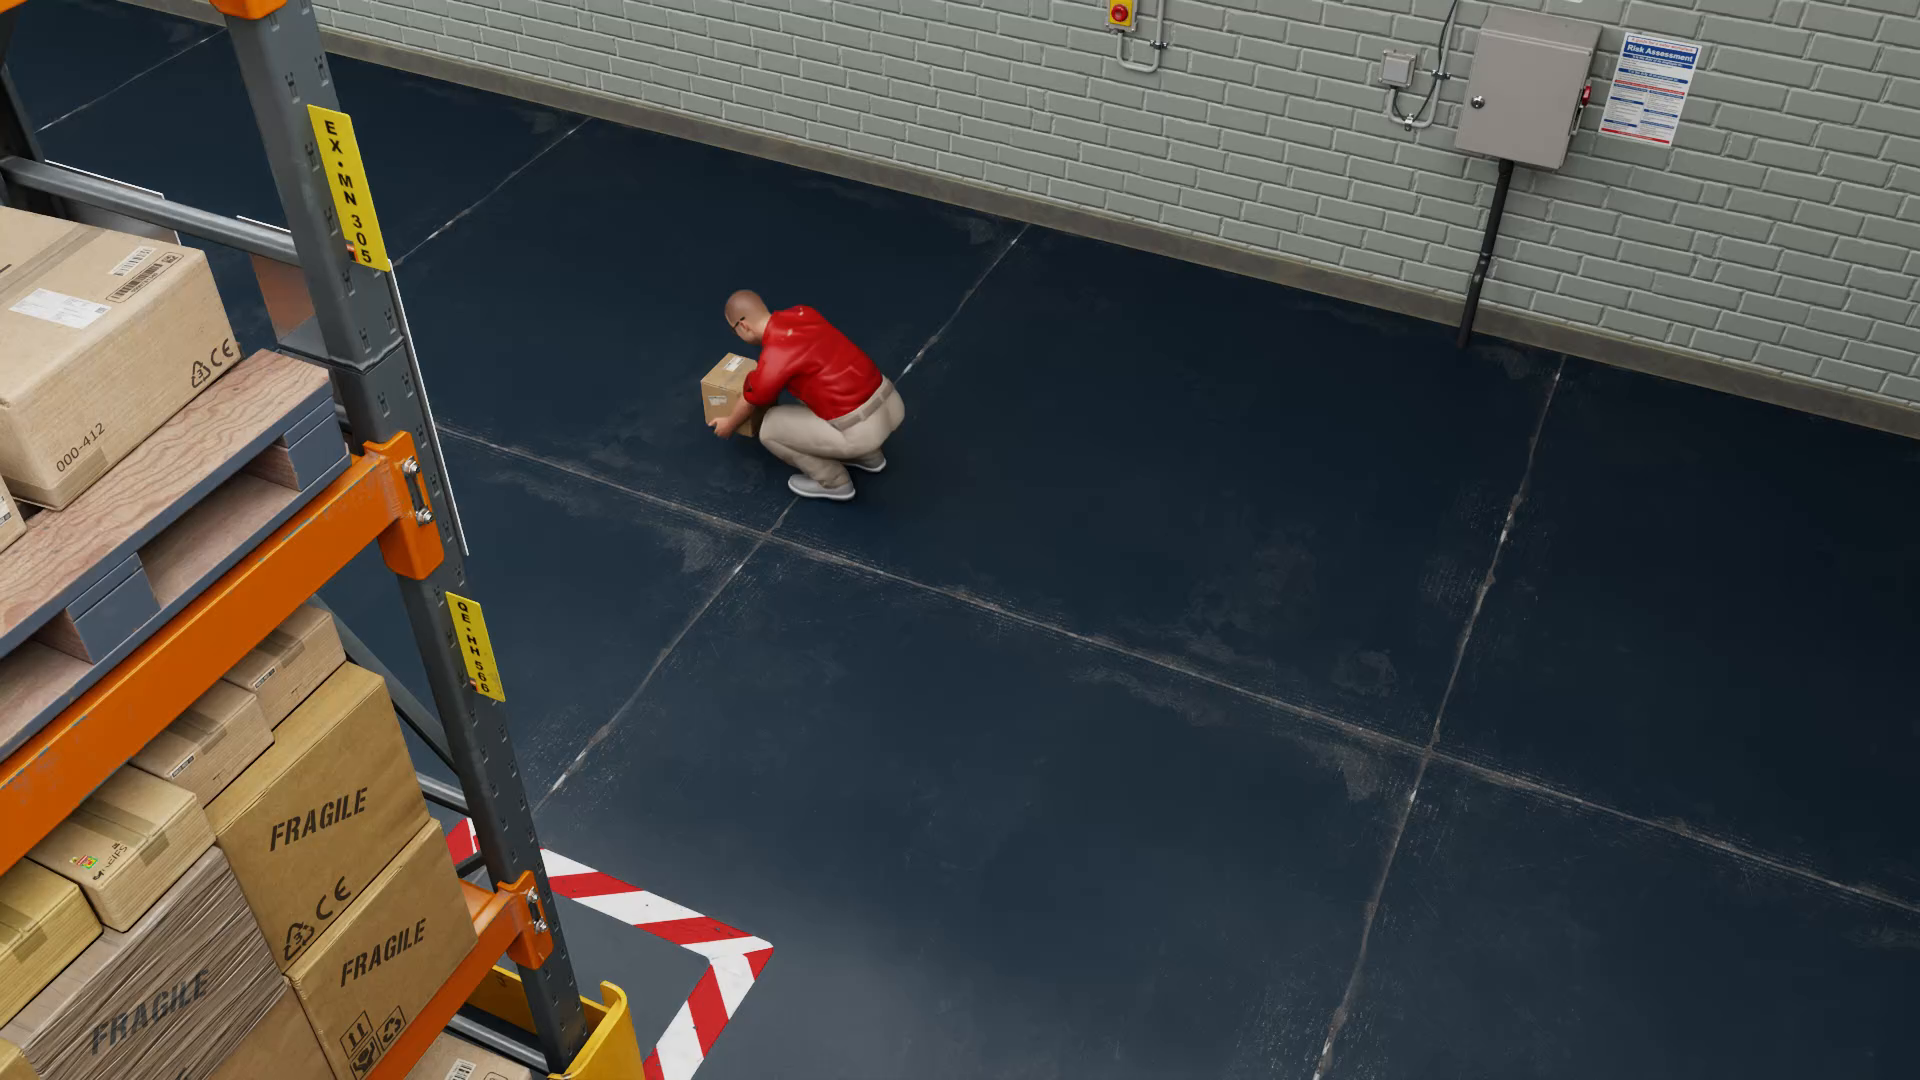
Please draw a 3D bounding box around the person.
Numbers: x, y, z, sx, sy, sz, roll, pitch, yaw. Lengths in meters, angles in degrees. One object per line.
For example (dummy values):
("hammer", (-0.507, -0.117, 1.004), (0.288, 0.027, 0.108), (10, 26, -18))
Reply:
("person", (-0.707, -0.680, 7.524), (0.893, 0.959, 0.542), (17, 44, 18))
